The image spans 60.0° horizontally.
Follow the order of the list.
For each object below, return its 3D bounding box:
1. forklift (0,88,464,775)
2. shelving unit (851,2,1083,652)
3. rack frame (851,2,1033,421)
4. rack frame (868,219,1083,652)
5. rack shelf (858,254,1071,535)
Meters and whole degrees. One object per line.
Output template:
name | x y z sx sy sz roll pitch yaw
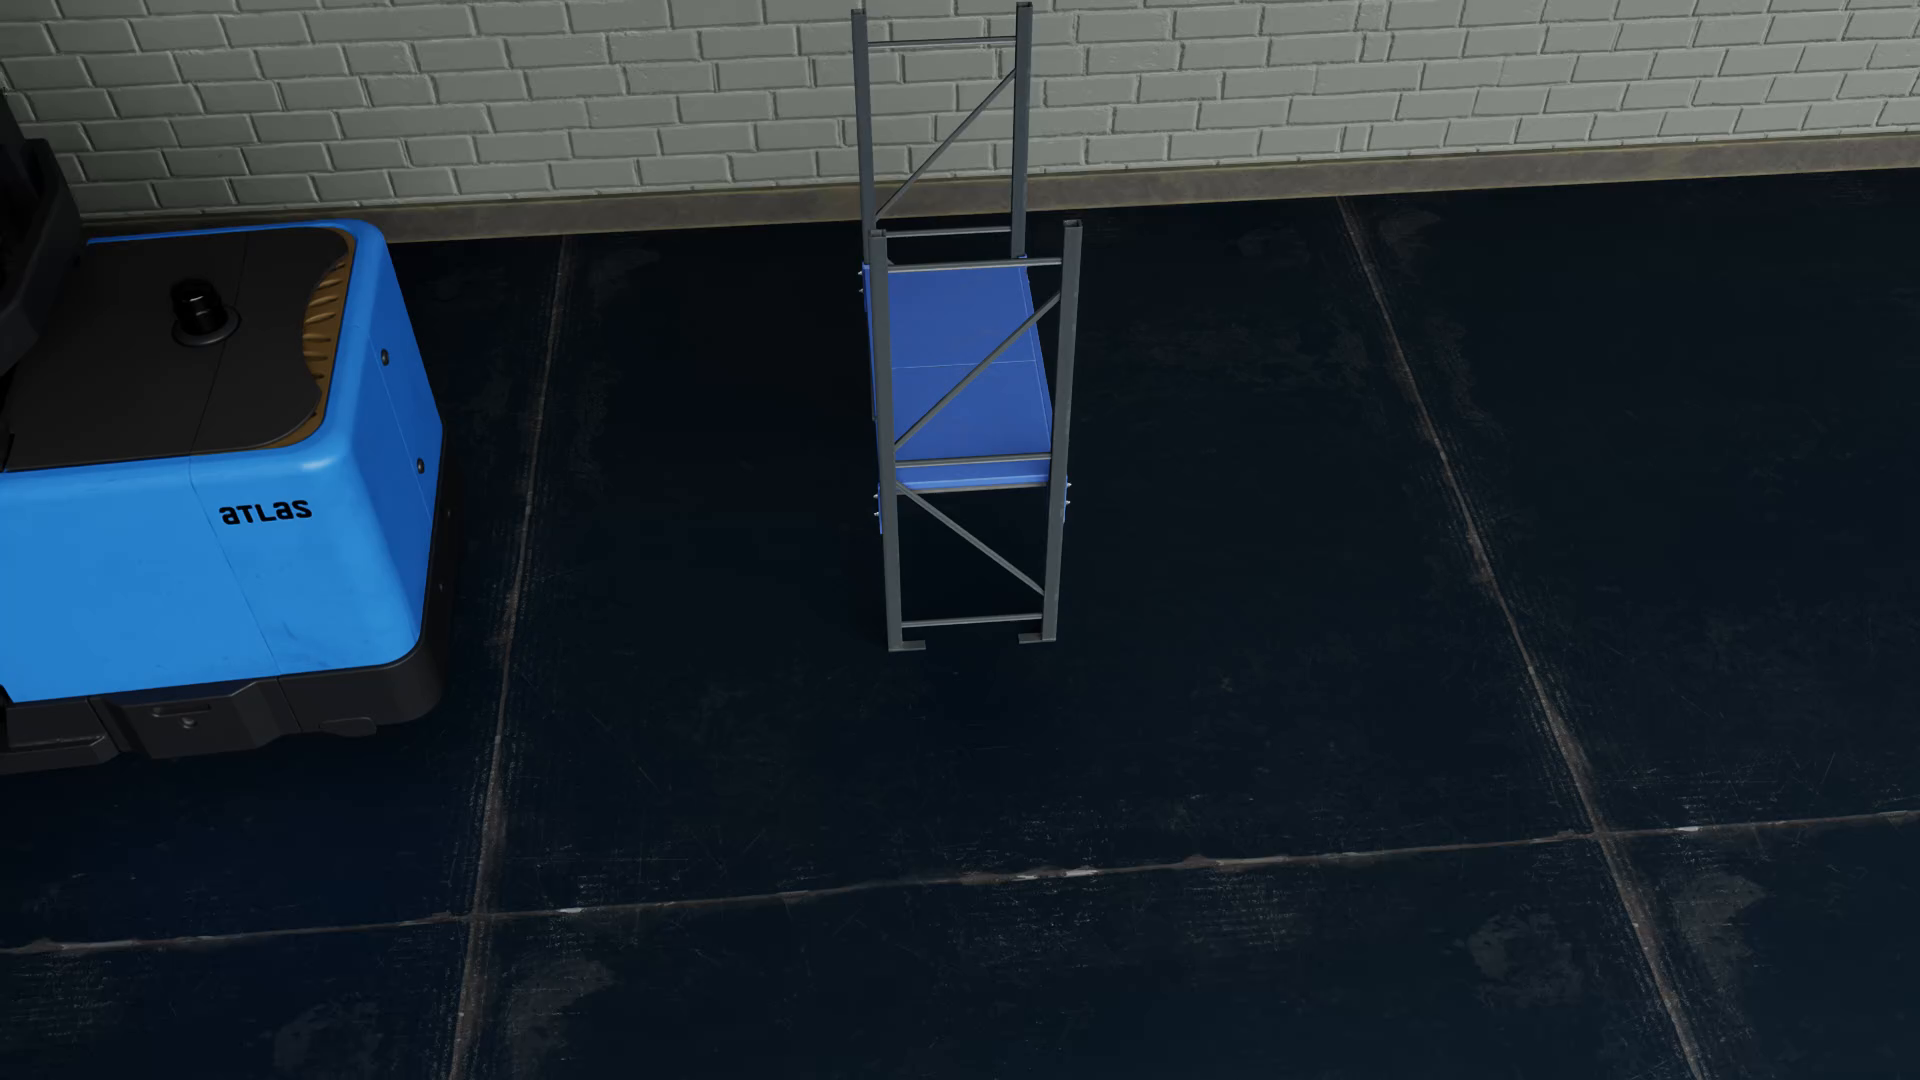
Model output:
forklift | -3.030 -0.684 3.880 3.031 2.935 1.130 -6 47 -5
shelving unit | -0.007 -0.577 4.764 0.538 1.500 1.048 -3 47 -3
rack frame | -0.050 -0.945 5.112 0.500 1.500 0.032 -3 47 -3
rack frame | 0.035 -0.210 4.416 0.500 1.500 0.032 -3 47 -3
rack shelf | -0.007 -0.454 4.895 0.538 0.185 1.000 -3 47 -3
